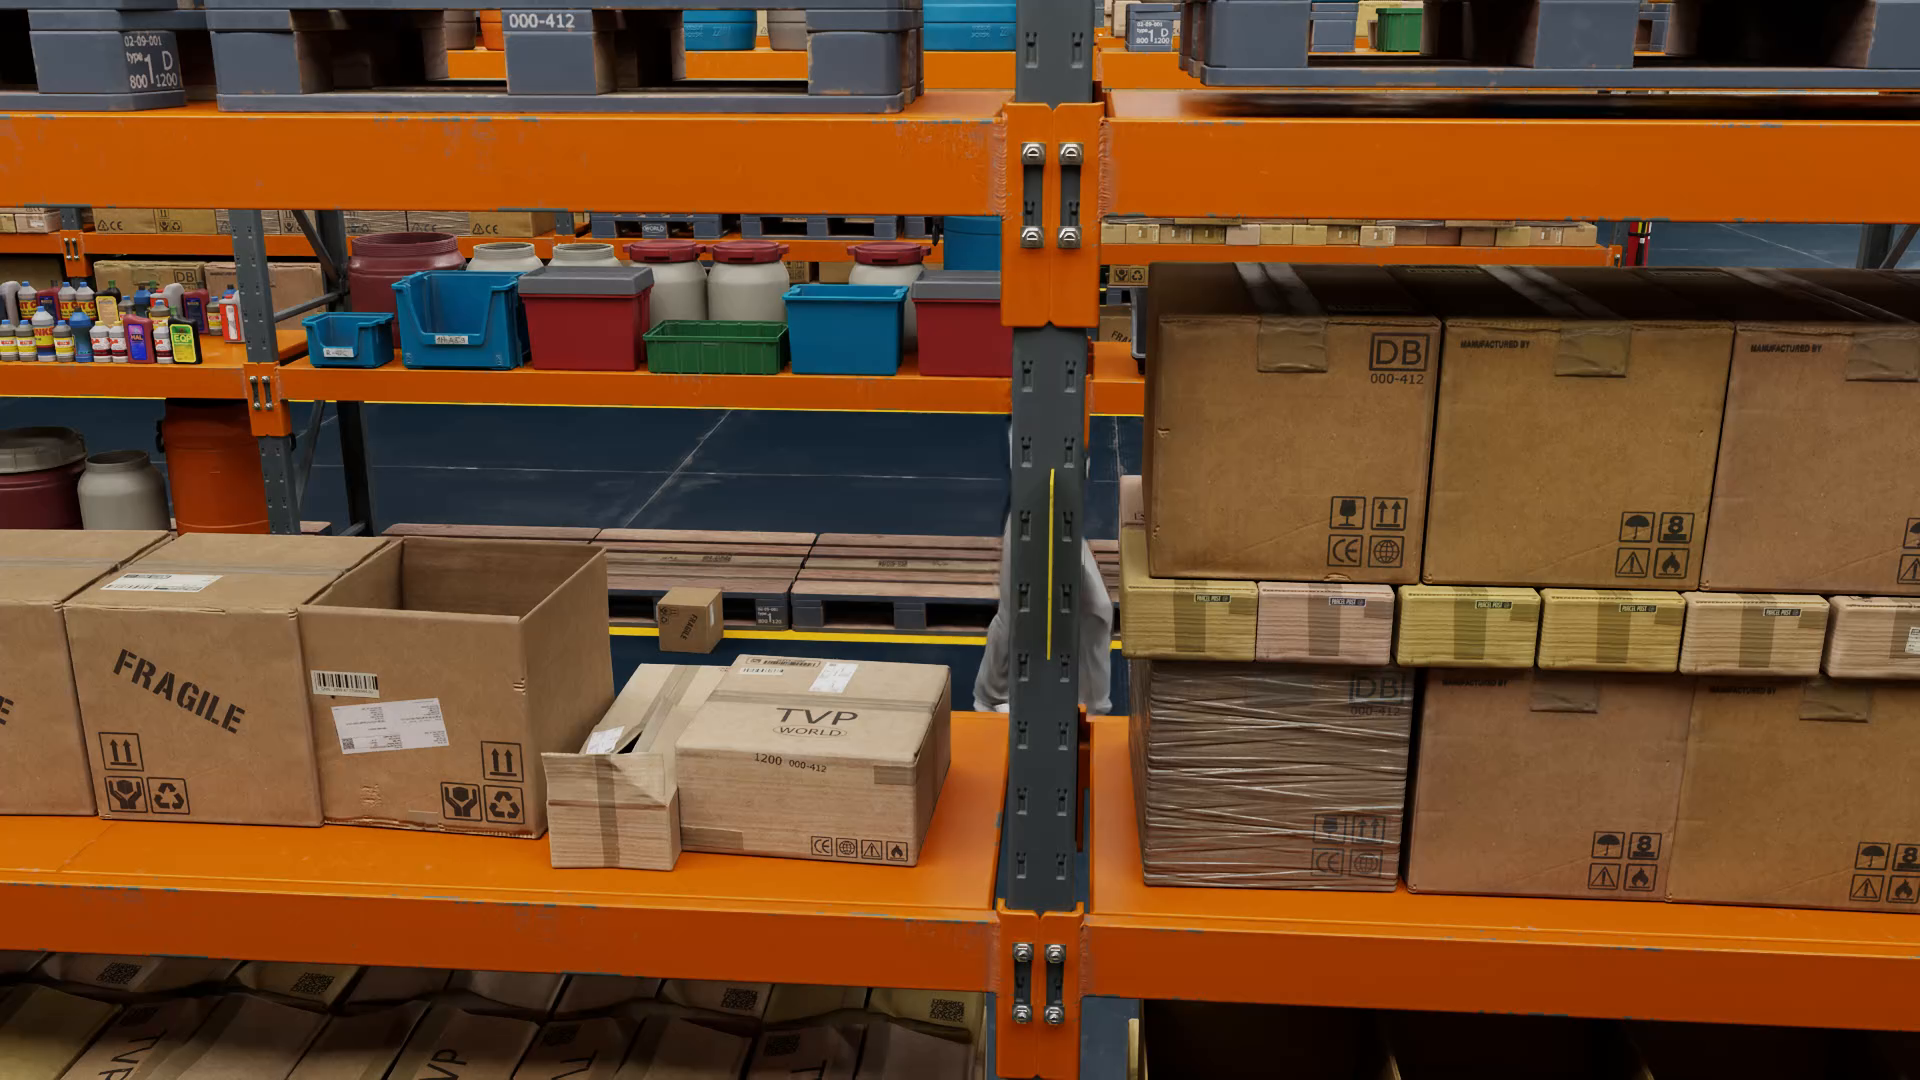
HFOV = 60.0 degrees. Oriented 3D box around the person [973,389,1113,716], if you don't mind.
[{"bbox_3d":[0.389,0.036,7.001,0.691,1.719,0.501,11,21,32],"label":"person"}]
